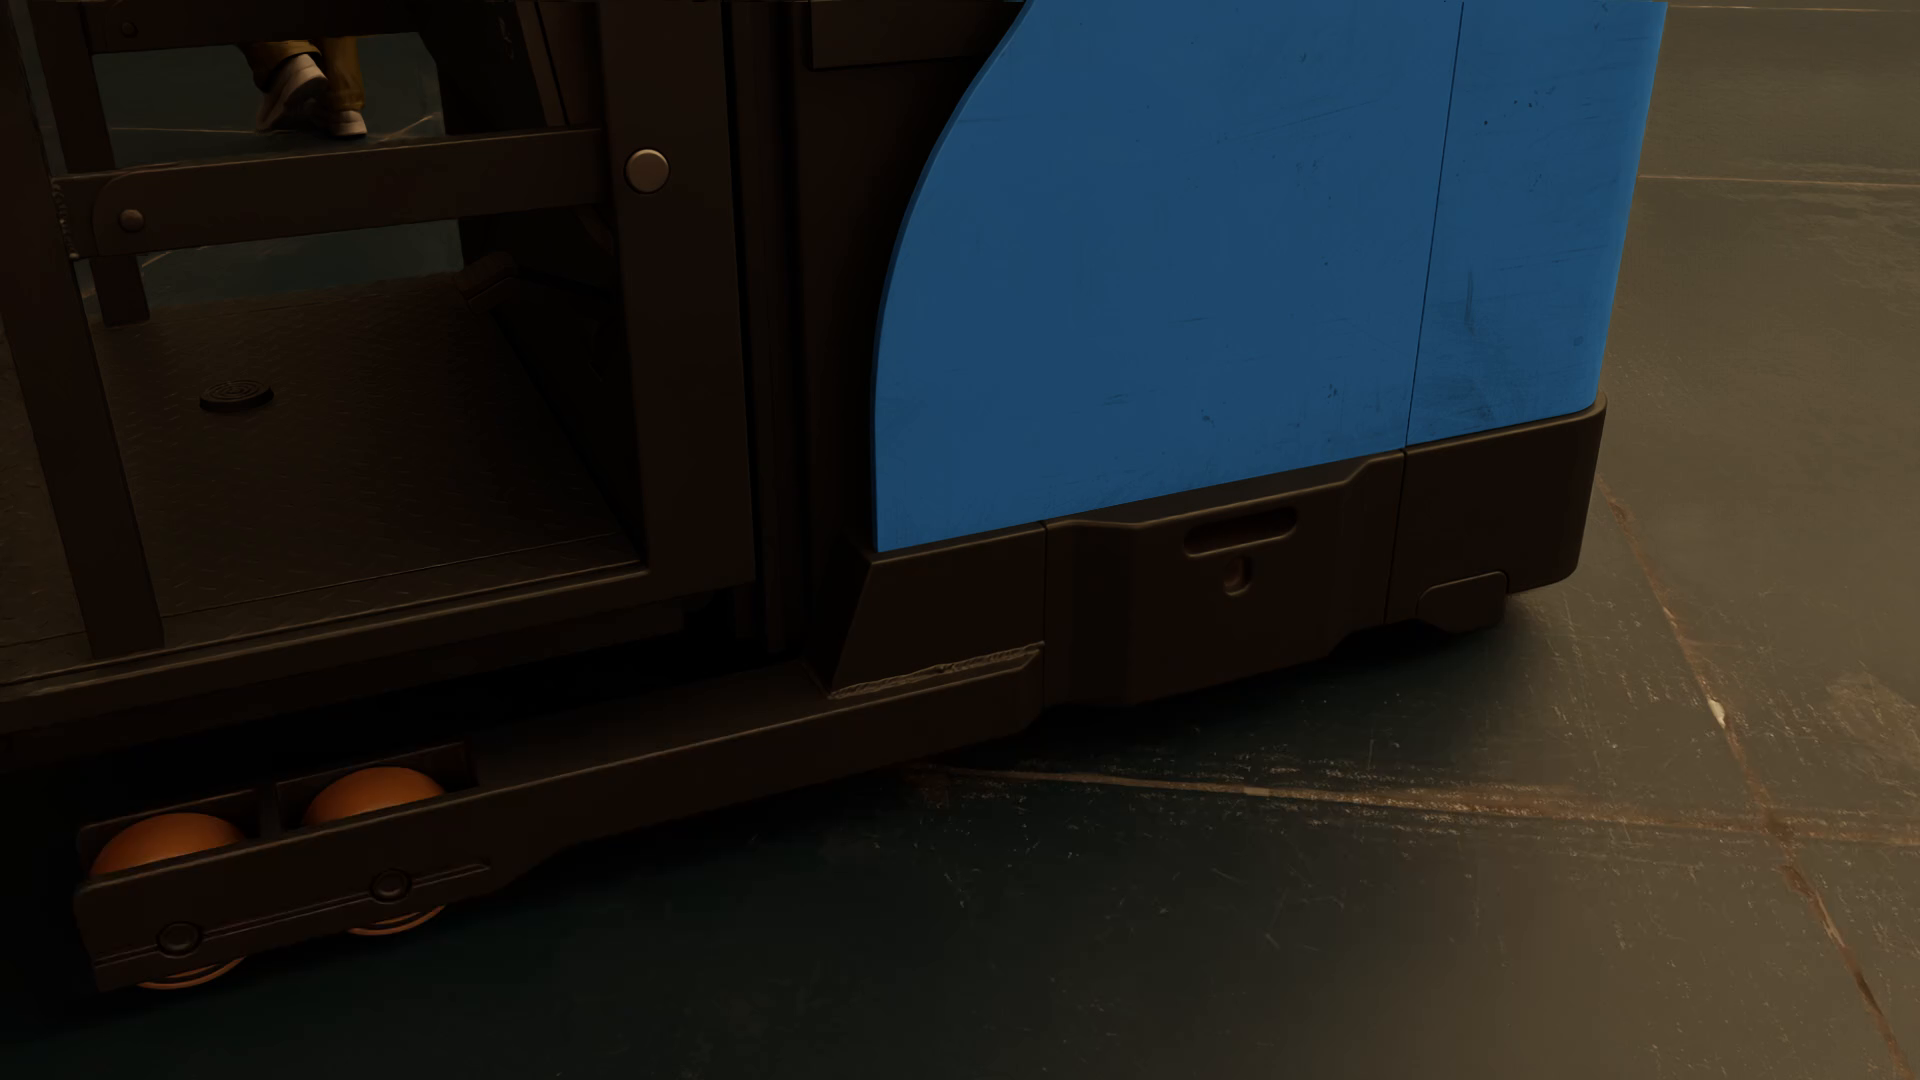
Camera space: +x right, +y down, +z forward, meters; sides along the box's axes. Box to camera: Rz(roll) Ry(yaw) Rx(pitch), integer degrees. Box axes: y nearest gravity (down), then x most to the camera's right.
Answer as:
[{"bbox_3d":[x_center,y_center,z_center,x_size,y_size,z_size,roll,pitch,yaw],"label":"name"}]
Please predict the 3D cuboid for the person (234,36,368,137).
[{"bbox_3d":[-1.853,-1.954,4.450,0.852,1.761,0.606,-19,32,-34],"label":"person"}]

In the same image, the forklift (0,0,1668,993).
[{"bbox_3d":[-0.711,-1.143,1.508,3.031,2.935,1.130,-11,29,-22],"label":"forklift"}]
